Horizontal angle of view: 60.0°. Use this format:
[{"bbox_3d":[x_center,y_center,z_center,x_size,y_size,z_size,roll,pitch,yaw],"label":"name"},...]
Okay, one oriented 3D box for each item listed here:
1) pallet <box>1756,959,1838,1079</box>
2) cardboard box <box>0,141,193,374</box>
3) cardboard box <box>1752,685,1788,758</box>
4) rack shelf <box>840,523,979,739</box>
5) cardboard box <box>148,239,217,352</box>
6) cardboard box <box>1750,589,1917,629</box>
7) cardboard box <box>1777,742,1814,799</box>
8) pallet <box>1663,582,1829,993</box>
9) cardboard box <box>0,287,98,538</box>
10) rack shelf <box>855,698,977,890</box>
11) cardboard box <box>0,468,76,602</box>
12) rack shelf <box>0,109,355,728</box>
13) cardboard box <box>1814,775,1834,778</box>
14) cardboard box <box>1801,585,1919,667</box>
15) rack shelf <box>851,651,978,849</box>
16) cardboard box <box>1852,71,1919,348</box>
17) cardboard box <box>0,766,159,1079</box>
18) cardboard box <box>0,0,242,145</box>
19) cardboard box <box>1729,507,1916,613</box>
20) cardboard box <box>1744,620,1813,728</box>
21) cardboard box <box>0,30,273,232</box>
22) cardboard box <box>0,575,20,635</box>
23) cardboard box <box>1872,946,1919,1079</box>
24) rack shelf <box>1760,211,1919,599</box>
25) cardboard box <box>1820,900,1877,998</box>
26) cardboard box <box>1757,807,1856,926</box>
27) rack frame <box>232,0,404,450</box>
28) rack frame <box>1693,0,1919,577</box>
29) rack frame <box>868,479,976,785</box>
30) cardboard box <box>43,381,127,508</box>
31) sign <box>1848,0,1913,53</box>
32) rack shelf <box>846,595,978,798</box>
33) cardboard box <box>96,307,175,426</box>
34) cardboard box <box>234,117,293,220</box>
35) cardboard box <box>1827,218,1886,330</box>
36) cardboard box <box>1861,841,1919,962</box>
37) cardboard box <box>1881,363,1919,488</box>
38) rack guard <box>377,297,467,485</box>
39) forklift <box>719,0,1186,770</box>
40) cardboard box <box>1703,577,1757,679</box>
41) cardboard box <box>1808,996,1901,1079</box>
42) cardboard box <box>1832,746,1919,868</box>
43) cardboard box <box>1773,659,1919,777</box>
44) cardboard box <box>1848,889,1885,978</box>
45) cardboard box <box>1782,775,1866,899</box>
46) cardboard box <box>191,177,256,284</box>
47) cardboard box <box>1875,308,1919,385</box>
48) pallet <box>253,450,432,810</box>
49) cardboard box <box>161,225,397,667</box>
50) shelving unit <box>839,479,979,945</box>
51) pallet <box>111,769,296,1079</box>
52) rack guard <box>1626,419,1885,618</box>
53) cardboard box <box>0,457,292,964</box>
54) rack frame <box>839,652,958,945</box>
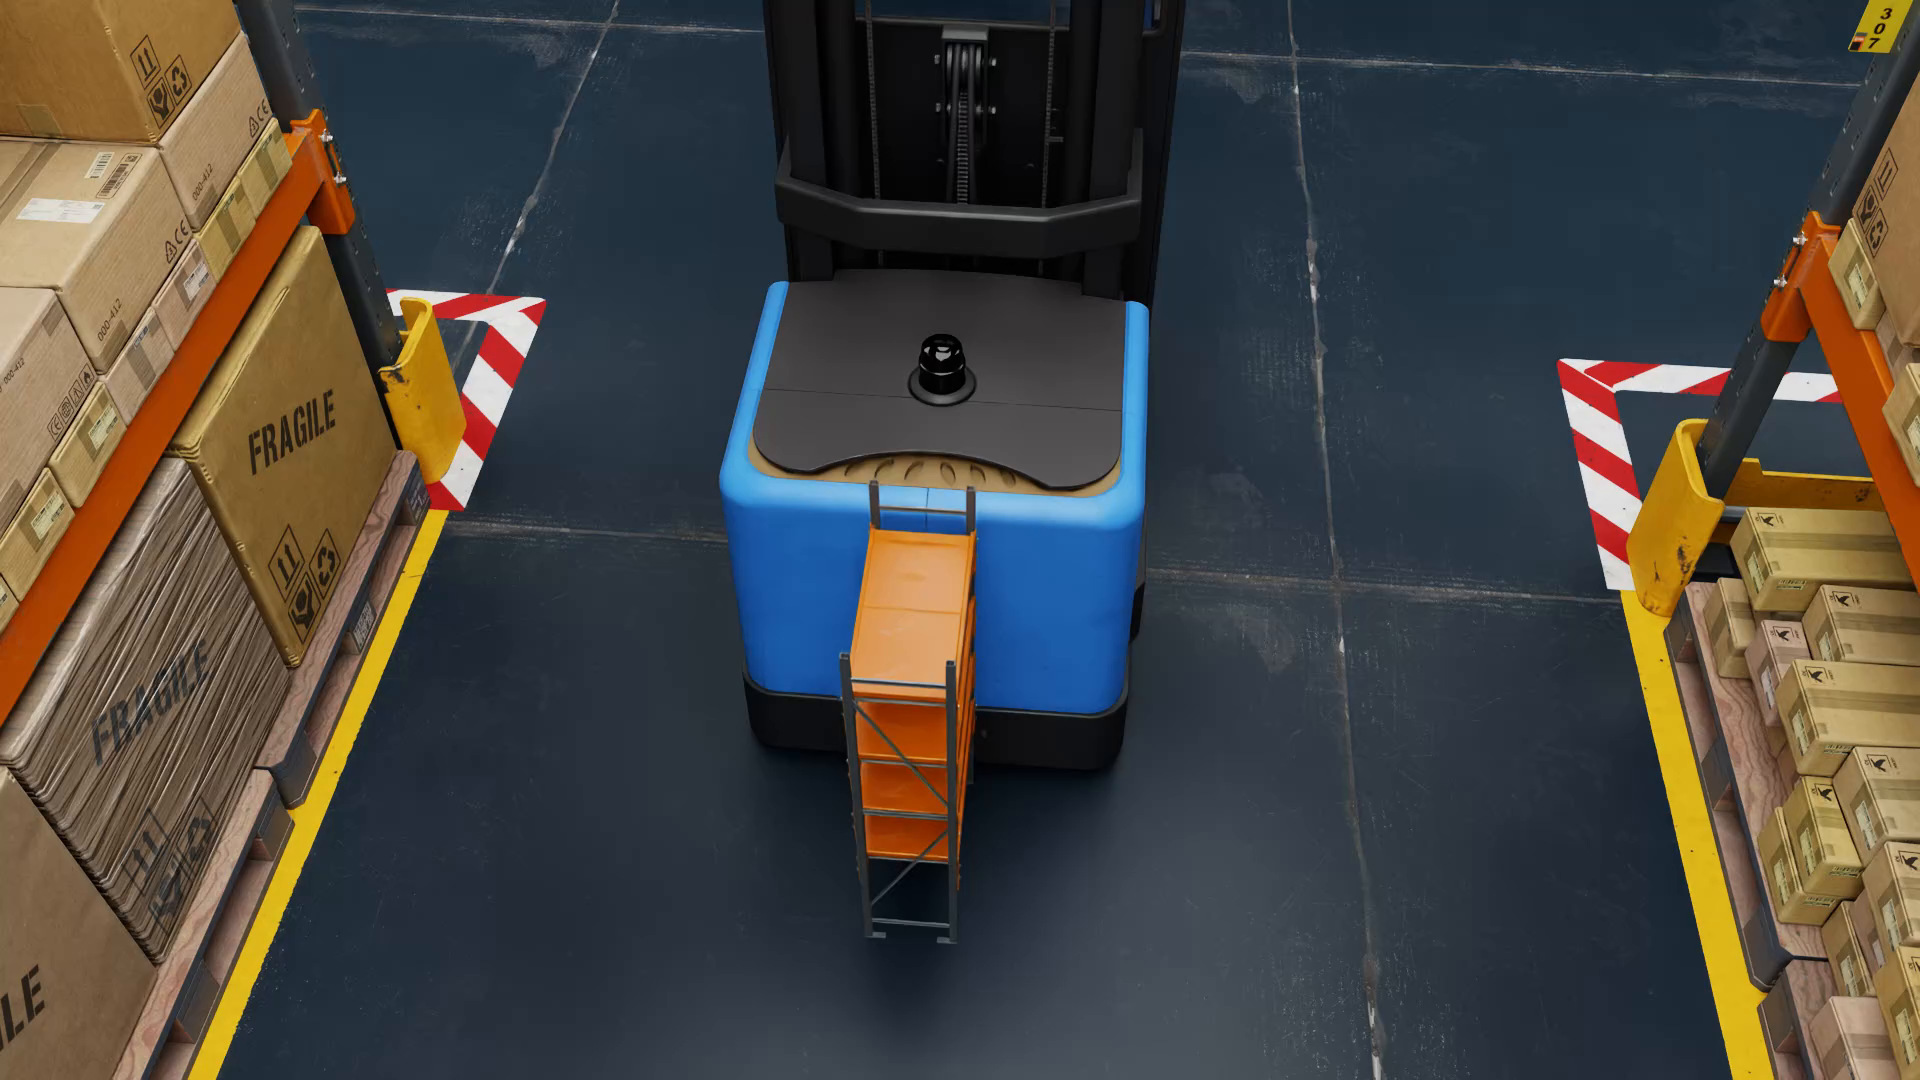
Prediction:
[{"bbox_3d":[2.444,1.559,3.681,1.003,0.211,1.213,4,48,4],"label":"pallet"},{"bbox_3d":[-2.083,-0.637,3.700,0.500,0.250,0.500,3,48,3],"label":"cardboard box"},{"bbox_3d":[2.365,0.455,4.448,0.380,0.149,0.250,4,48,3],"label":"cardboard box"},{"bbox_3d":[-0.106,0.197,3.716,0.258,0.148,0.480,4,49,3],"label":"rack shelf"},{"bbox_3d":[-2.007,-0.589,3.926,0.380,0.149,0.250,4,48,4],"label":"cardboard box"},{"bbox_3d":[2.370,0.161,4.516,0.380,0.149,0.250,6,48,5],"label":"cardboard box"},{"bbox_3d":[2.349,0.638,4.281,0.380,0.149,0.250,4,48,4],"label":"cardboard box"},{"bbox_3d":[2.557,0.665,4.499,1.003,0.211,1.213,4,48,4],"label":"pallet"},{"bbox_3d":[-2.129,-0.263,3.358,0.500,0.250,0.500,2,48,2],"label":"cardboard box"},{"bbox_3d":[-0.105,0.629,4.213,0.258,0.148,0.480,4,49,3],"label":"rack shelf"},{"bbox_3d":[-2.076,-0.024,3.410,0.380,0.149,0.250,4,48,4],"label":"cardboard box"},{"bbox_3d":[-2.439,0.378,3.359,1.077,0.370,4.000,4,48,4],"label":"rack shelf"},{"bbox_3d":[2.355,0.545,4.165,0.380,0.149,0.250,4,48,4],"label":"cardboard box"},{"bbox_3d":[2.382,0.266,4.218,0.380,0.149,0.250,5,48,4],"label":"cardboard box"},{"bbox_3d":[-0.105,0.499,4.063,0.258,0.148,0.480,4,49,3],"label":"rack shelf"},{"bbox_3d":[2.357,-0.749,3.633,0.500,0.500,0.500,6,48,5],"label":"cardboard box"},{"bbox_3d":[-2.399,1.039,3.422,0.875,0.875,0.875,4,48,4],"label":"cardboard box"},{"bbox_3d":[-2.039,-1.261,3.763,0.500,0.500,0.500,4,48,4],"label":"cardboard box"},{"bbox_3d":[2.287,0.055,4.411,0.380,0.149,0.250,2,48,2],"label":"cardboard box"},{"bbox_3d":[2.289,0.359,4.335,0.380,0.149,0.250,4,48,3],"label":"cardboard box"},{"bbox_3d":[-2.036,-1.010,4.041,0.500,0.250,0.500,3,48,3],"label":"cardboard box"},{"bbox_3d":[-2.101,0.158,3.243,0.380,0.149,0.250,5,48,4],"label":"cardboard box"},{"bbox_3d":[2.187,1.024,3.525,0.380,0.149,0.250,5,48,4],"label":"cardboard box"},{"bbox_3d":[2.491,0.786,2.986,1.077,0.370,4.000,4,48,4],"label":"rack shelf"},{"bbox_3d":[2.288,1.013,3.939,0.380,0.149,0.250,4,48,4],"label":"cardboard box"},{"bbox_3d":[2.216,0.819,4.116,0.380,0.149,0.250,4,48,4],"label":"cardboard box"},{"bbox_3d":[-2.257,-1.334,4.438,1.000,3.000,0.127,4,48,4],"label":"rack frame"},{"bbox_3d":[2.673,-0.926,4.065,1.000,3.000,0.127,4,48,4],"label":"rack frame"},{"bbox_3d":[-0.084,0.271,4.172,0.240,1.200,0.015,4,49,3],"label":"rack frame"},{"bbox_3d":[-2.053,-0.215,3.584,0.380,0.149,0.250,3,48,3],"label":"cardboard box"},{"bbox_3d":[2.133,-1.255,3.778,0.100,0.325,0.005,4,48,4],"label":"sign"},{"bbox_3d":[-0.106,0.352,3.895,0.258,0.148,0.480,4,49,3],"label":"rack shelf"},{"bbox_3d":[-2.031,-0.406,3.759,0.380,0.149,0.250,5,48,4],"label":"cardboard box"},{"bbox_3d":[-1.961,-0.966,4.271,0.380,0.149,0.250,5,48,4],"label":"cardboard box"},{"bbox_3d":[2.318,-0.626,3.960,0.380,0.149,0.250,4,48,3],"label":"cardboard box"},{"bbox_3d":[2.257,0.833,3.699,0.380,0.149,0.250,6,48,5],"label":"cardboard box"},{"bbox_3d":[2.258,-0.242,3.609,0.380,0.149,0.250,3,48,2],"label":"cardboard box"},{"bbox_3d":[-2.254,-0.508,5.376,1.175,0.500,0.348,4,48,4],"label":"rack guard"},{"bbox_3d":[0.056,-1.449,4.589,1.130,2.935,3.031,4,48,3],"label":"forklift"},{"bbox_3d":[2.307,0.257,4.629,0.380,0.149,0.250,5,48,4],"label":"cardboard box"},{"bbox_3d":[2.179,1.190,3.776,0.380,0.149,0.250,2,48,2],"label":"cardboard box"},{"bbox_3d":[2.291,0.630,3.885,0.380,0.149,0.250,2,48,2],"label":"cardboard box"},{"bbox_3d":[2.232,0.443,4.057,0.380,0.149,0.250,4,48,3],"label":"cardboard box"},{"bbox_3d":[2.294,0.927,3.815,0.380,0.149,0.250,2,48,2],"label":"cardboard box"},{"bbox_3d":[2.223,0.726,3.999,0.380,0.149,0.250,5,48,5],"label":"cardboard box"},{"bbox_3d":[-1.983,-0.775,4.096,0.380,0.149,0.250,4,48,4],"label":"cardboard box"},{"bbox_3d":[2.336,-0.436,3.786,0.380,0.149,0.250,5,48,5],"label":"cardboard box"},{"bbox_3d":[-2.252,0.200,4.924,1.003,0.211,1.213,4,48,4],"label":"pallet"},{"bbox_3d":[-2.235,-0.283,4.632,0.875,0.875,0.875,4,48,4],"label":"cardboard box"},{"bbox_3d":[-0.105,0.454,4.013,0.258,1.200,0.503,4,49,3],"label":"shelving unit"},{"bbox_3d":[-2.365,1.094,4.107,1.003,0.211,1.213,4,48,4],"label":"pallet"},{"bbox_3d":[2.667,-0.027,4.936,1.175,0.500,0.348,4,48,4],"label":"rack guard"},{"bbox_3d":[-2.318,0.385,4.020,0.875,0.875,0.875,4,48,4],"label":"cardboard box"},{"bbox_3d":[-0.127,0.638,3.853,0.240,1.200,0.015,4,49,3],"label":"rack frame"}]
